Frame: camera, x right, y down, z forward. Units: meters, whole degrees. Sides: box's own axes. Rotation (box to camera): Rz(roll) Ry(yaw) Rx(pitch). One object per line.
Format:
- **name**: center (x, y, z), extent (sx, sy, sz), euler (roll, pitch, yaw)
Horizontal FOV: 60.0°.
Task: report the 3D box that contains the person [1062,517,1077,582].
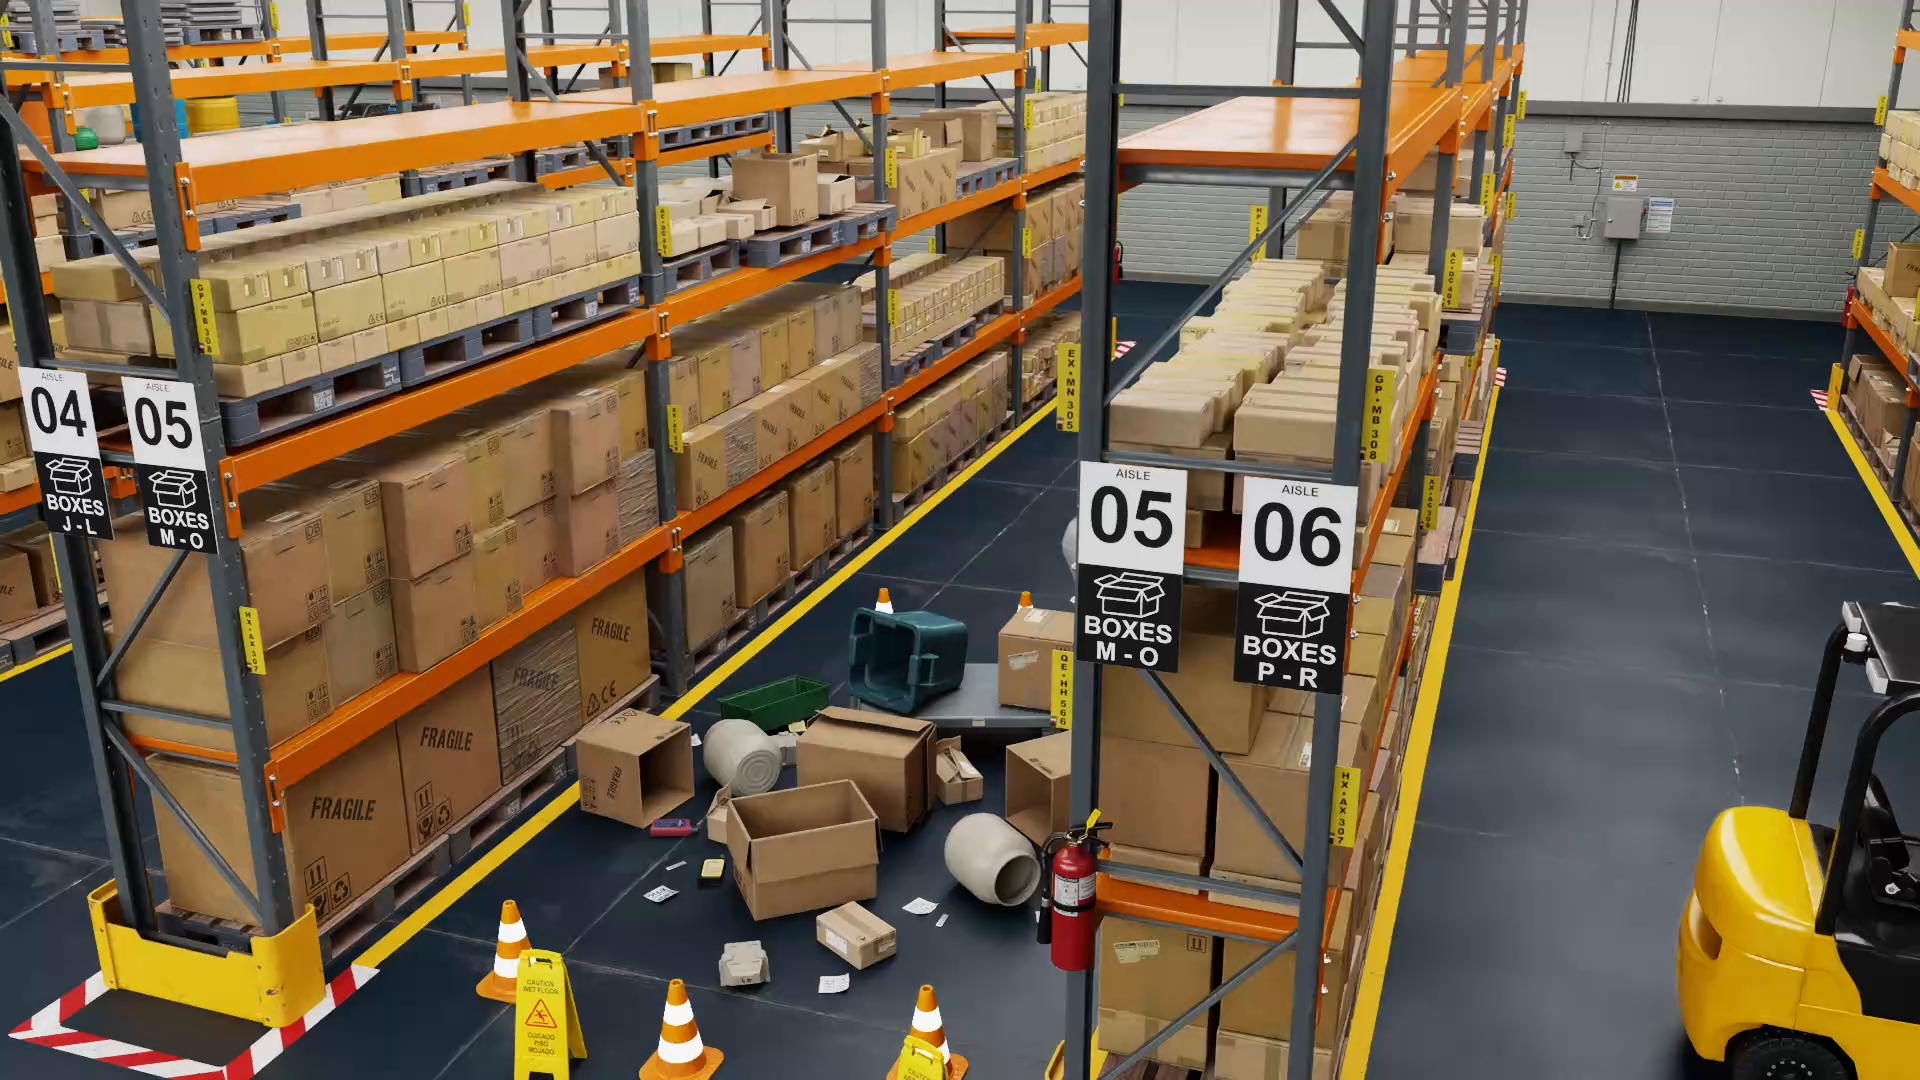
- **person**: center (1.149, 0.203, 12.426), extent (0.775, 1.384, 0.409), euler (6, 20, 17)
